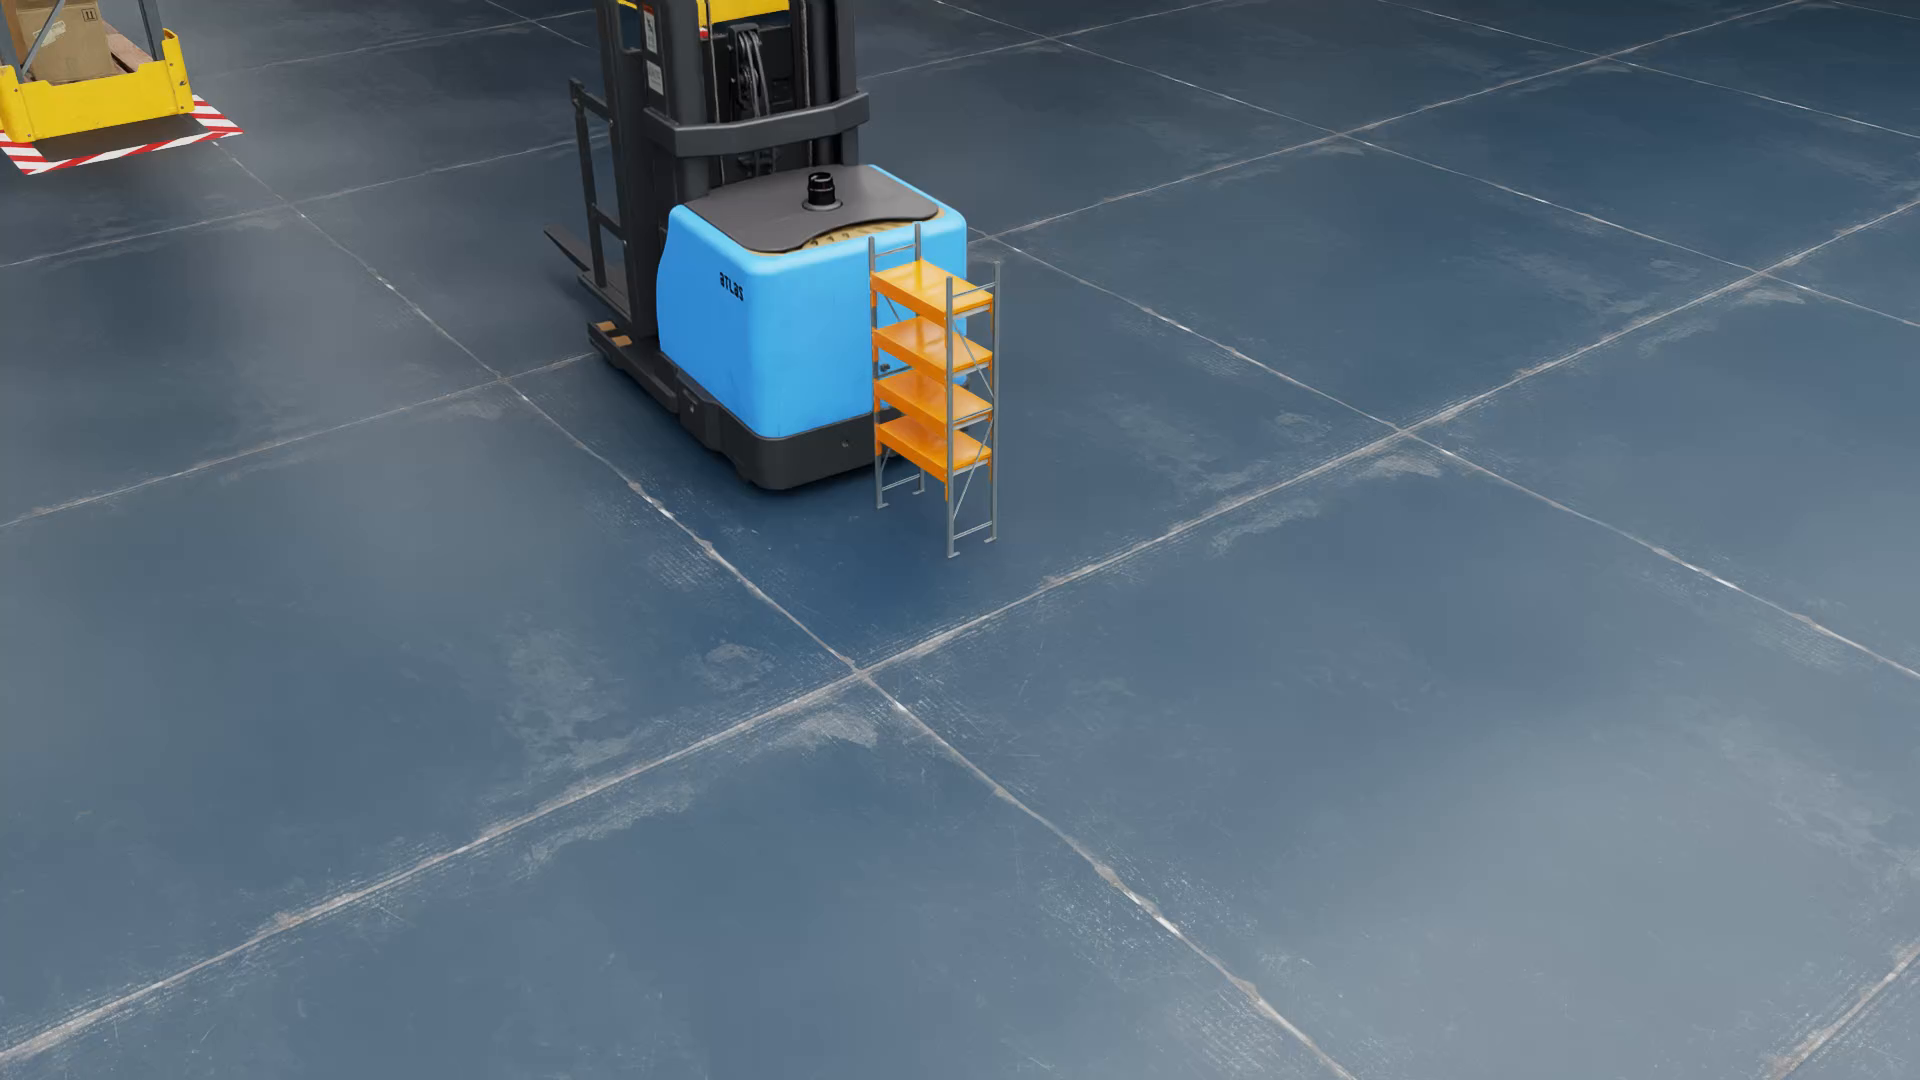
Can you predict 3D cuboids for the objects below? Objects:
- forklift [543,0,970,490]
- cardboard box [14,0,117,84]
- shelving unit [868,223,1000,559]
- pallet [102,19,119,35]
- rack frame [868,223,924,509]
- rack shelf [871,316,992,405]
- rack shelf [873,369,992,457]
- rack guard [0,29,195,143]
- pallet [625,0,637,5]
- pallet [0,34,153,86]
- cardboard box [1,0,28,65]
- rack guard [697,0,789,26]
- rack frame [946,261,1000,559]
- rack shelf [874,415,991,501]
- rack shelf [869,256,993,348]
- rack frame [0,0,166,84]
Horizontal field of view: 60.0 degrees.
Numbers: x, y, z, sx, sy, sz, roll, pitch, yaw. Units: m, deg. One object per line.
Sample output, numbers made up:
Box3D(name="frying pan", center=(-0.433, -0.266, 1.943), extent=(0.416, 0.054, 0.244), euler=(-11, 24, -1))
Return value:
Box3D(name="forklift", center=(-1.176, -2.193, 7.503), extent=(1.130, 2.935, 3.031), euler=(-19, 36, -27))
Box3D(name="cardboard box", center=(-6.185, -3.489, 11.496), extent=(0.500, 0.500, 0.500), euler=(-15, 35, -23))
Box3D(name="shelving unit", center=(-0.101, -0.579, 6.545), extent=(0.258, 1.200, 0.503), euler=(-22, 38, -31))
Box3D(name="pallet", center=(-7.076, -3.812, 12.688), extent=(1.003, 0.211, 1.213), euler=(-22, 38, -31))
Box3D(name="rack frame", center=(-0.251, -0.680, 6.708), extent=(0.240, 1.200, 0.015), euler=(-22, 38, -31))
Box3D(name="rack shelf", center=(-0.101, -0.712, 6.462), extent=(0.258, 0.148, 0.480), euler=(-22, 38, -31))
Box3D(name="rack shelf", center=(-0.101, -0.522, 6.580), extent=(0.258, 0.148, 0.480), euler=(-22, 38, -31))
Box3D(name="rack guard", center=(-5.862, -3.077, 11.230), extent=(1.175, 0.500, 0.348), euler=(-22, 38, -31))
Box3D(name="pallet", center=(-2.387, -4.793, 14.267), extent=(1.003, 0.211, 1.213), euler=(-22, 38, -31))
Box3D(name="pallet", center=(-6.332, -3.304, 11.870), extent=(1.003, 0.211, 1.213), euler=(-22, 38, -31))
Box3D(name="cardboard box", center=(-6.578, -3.727, 11.879), extent=(0.500, 0.500, 0.500), euler=(-12, 34, -19))
Box3D(name="rack guard", center=(-1.820, -4.598, 13.679), extent=(1.175, 0.500, 0.348), euler=(-22, 38, -31))
Box3D(name="rack frame", center=(0.048, -0.477, 6.381), extent=(0.240, 1.200, 0.015), euler=(-22, 38, -31))
Box3D(name="rack shelf", center=(-0.102, -0.353, 6.685), extent=(0.258, 0.148, 0.480), euler=(-22, 38, -31))
Box3D(name="rack shelf", center=(-0.101, -0.913, 6.337), extent=(0.258, 0.148, 0.480), euler=(-22, 38, -31))
Box3D(name="rack frame", center=(-5.815, -4.107, 10.519), extent=(1.000, 3.000, 0.127), euler=(-22, 38, -31))
